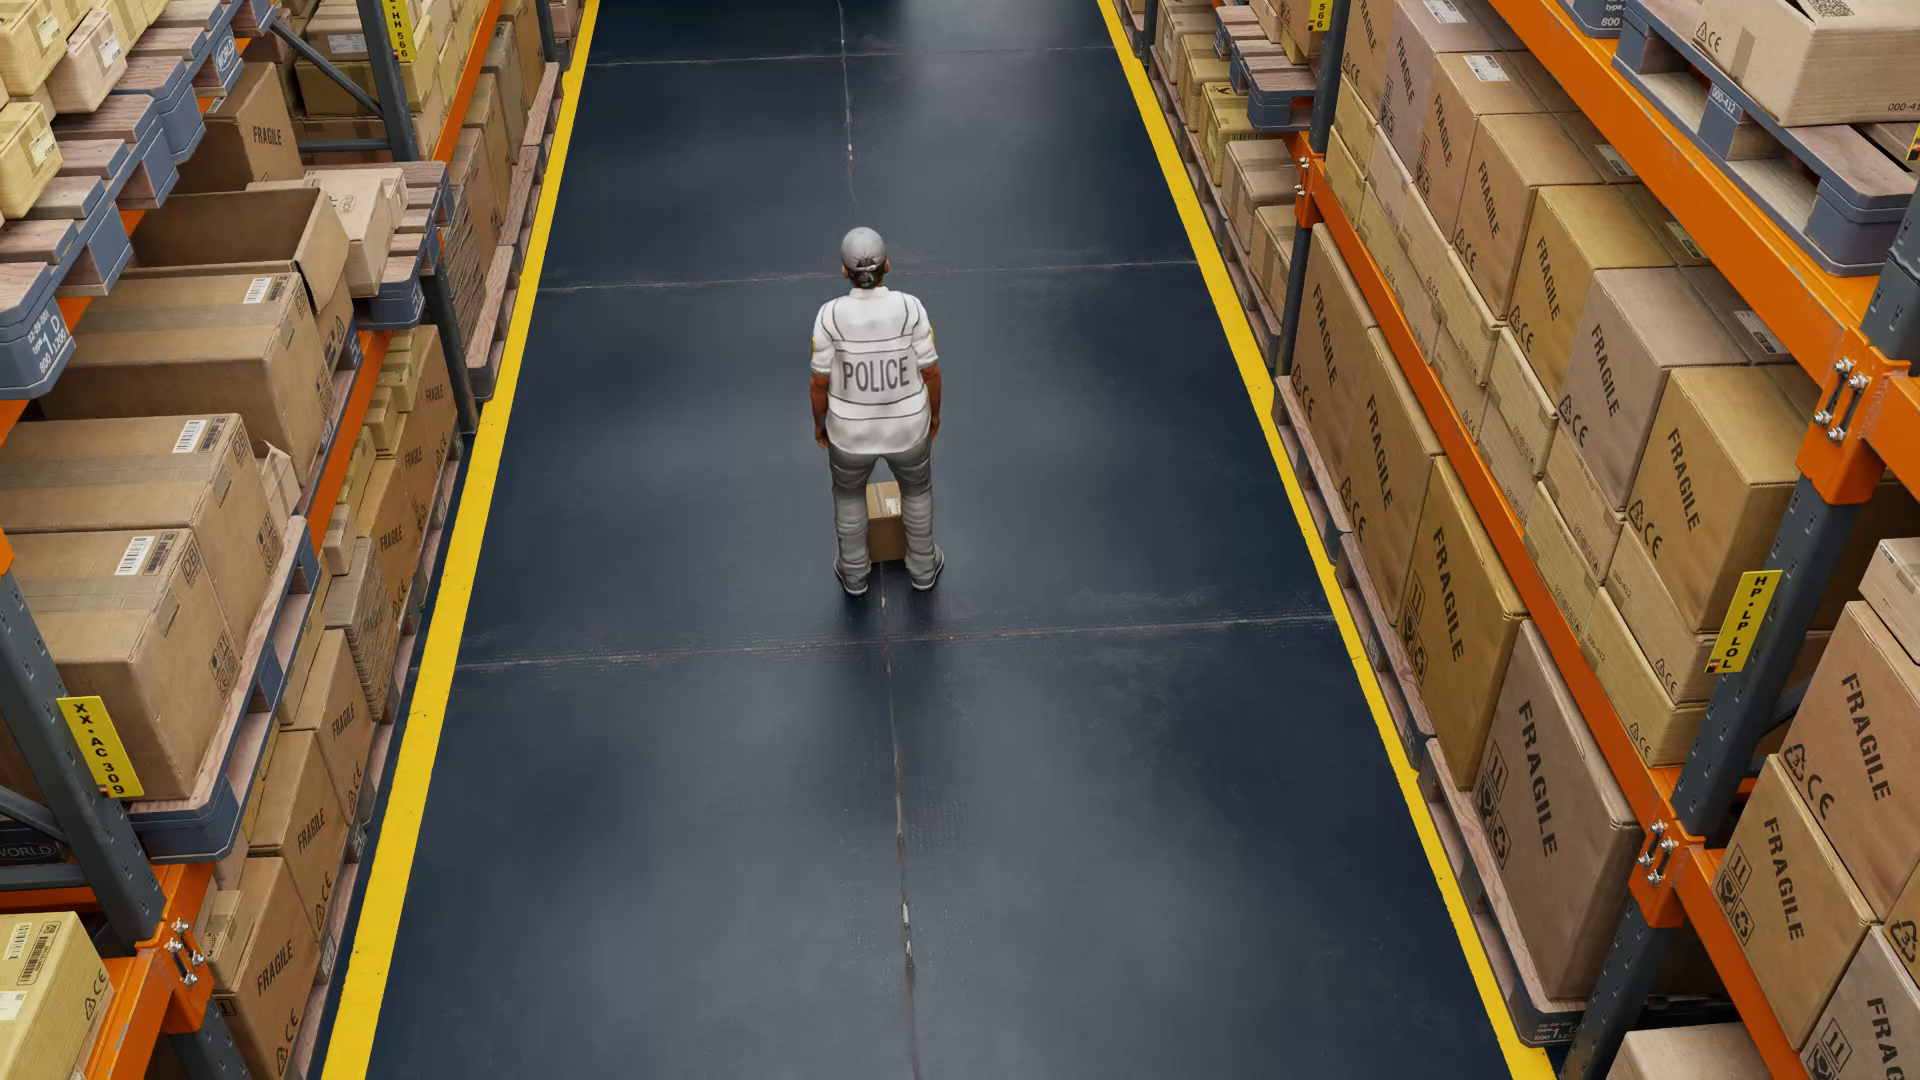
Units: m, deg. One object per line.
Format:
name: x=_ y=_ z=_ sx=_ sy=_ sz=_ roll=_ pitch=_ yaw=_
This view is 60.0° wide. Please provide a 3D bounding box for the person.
person: x=-0.331 y=-0.487 z=6.744 sx=0.539 sy=1.665 sz=0.454 roll=-4 pitch=40 yaw=-5
